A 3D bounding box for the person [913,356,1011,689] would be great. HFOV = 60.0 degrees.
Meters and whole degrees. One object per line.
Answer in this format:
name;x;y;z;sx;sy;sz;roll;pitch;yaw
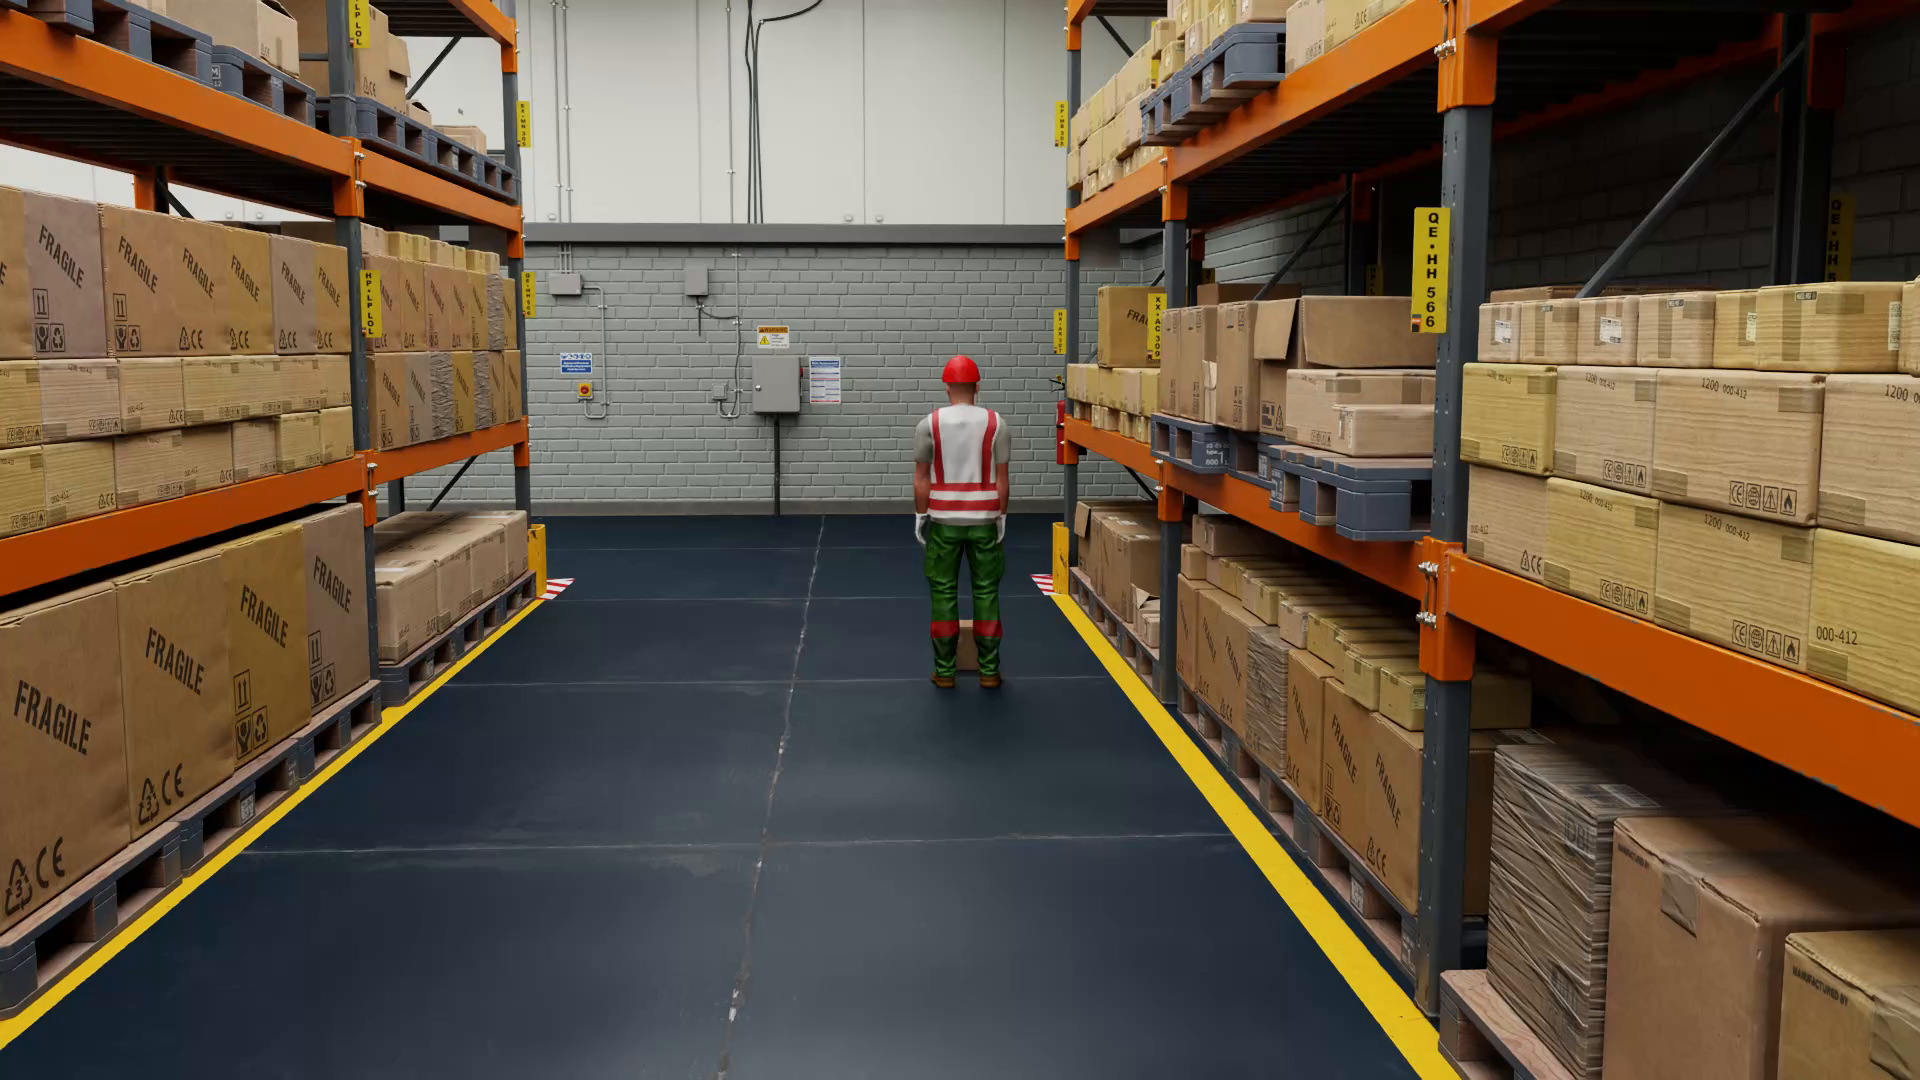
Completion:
person;0.011;-0.098;8.985;0.526;1.785;0.339;0;7;-3
